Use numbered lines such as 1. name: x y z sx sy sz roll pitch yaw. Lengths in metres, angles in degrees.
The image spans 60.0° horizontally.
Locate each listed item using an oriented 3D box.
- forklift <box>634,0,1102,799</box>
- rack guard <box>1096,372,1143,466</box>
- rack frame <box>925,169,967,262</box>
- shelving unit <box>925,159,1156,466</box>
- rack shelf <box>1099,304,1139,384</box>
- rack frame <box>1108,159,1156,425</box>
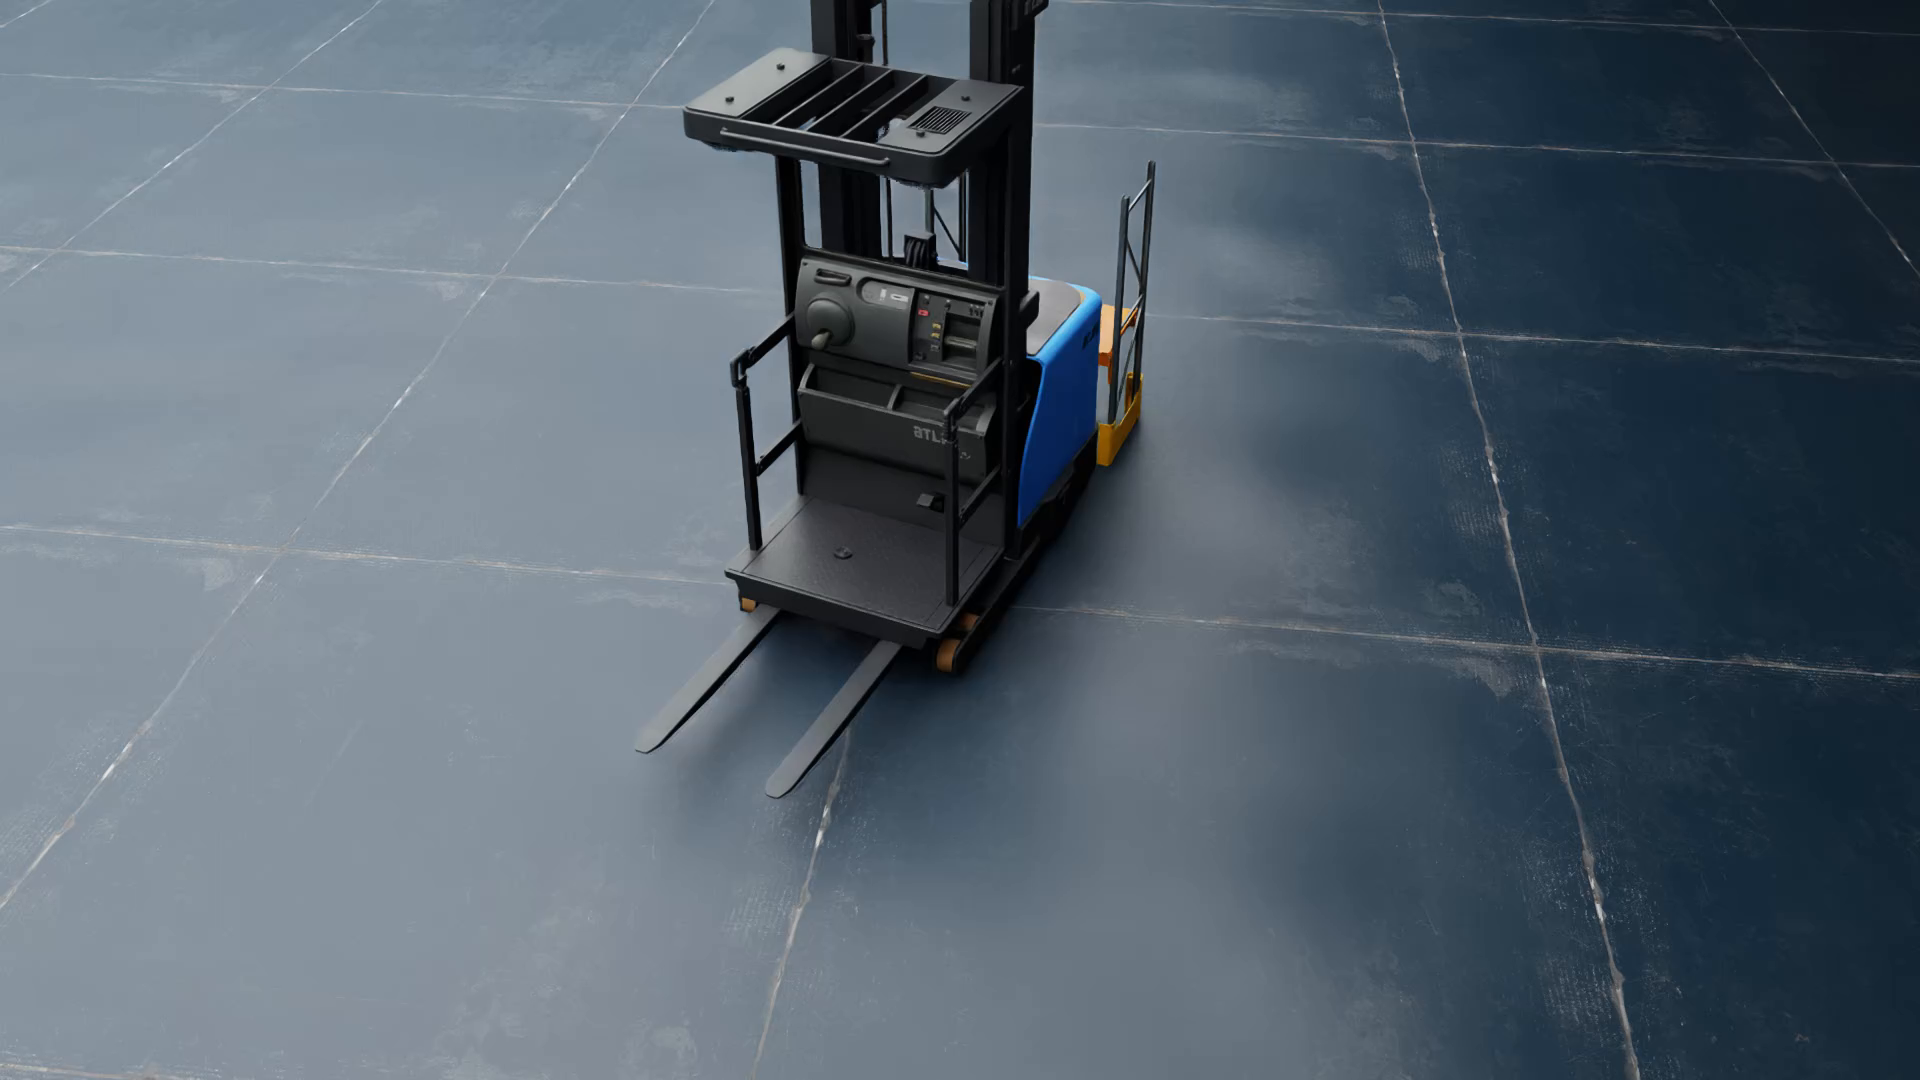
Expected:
1. forklift: -0.371 -0.886 6.968 1.130 2.935 3.031 15 38 20
2. rack guard: 0.859 -0.657 8.955 0.087 0.250 0.587 13 38 17
3. rack frame: -0.068 -1.379 8.891 0.032 1.500 0.500 13 38 17
4. shelving unit: 0.396 -1.272 8.741 1.083 1.500 0.587 13 38 17
5. rack shelf: 0.405 -1.124 8.843 1.000 0.185 0.538 13 38 17
6. rack frame: 0.878 -1.161 8.586 0.032 1.500 0.500 13 38 17
